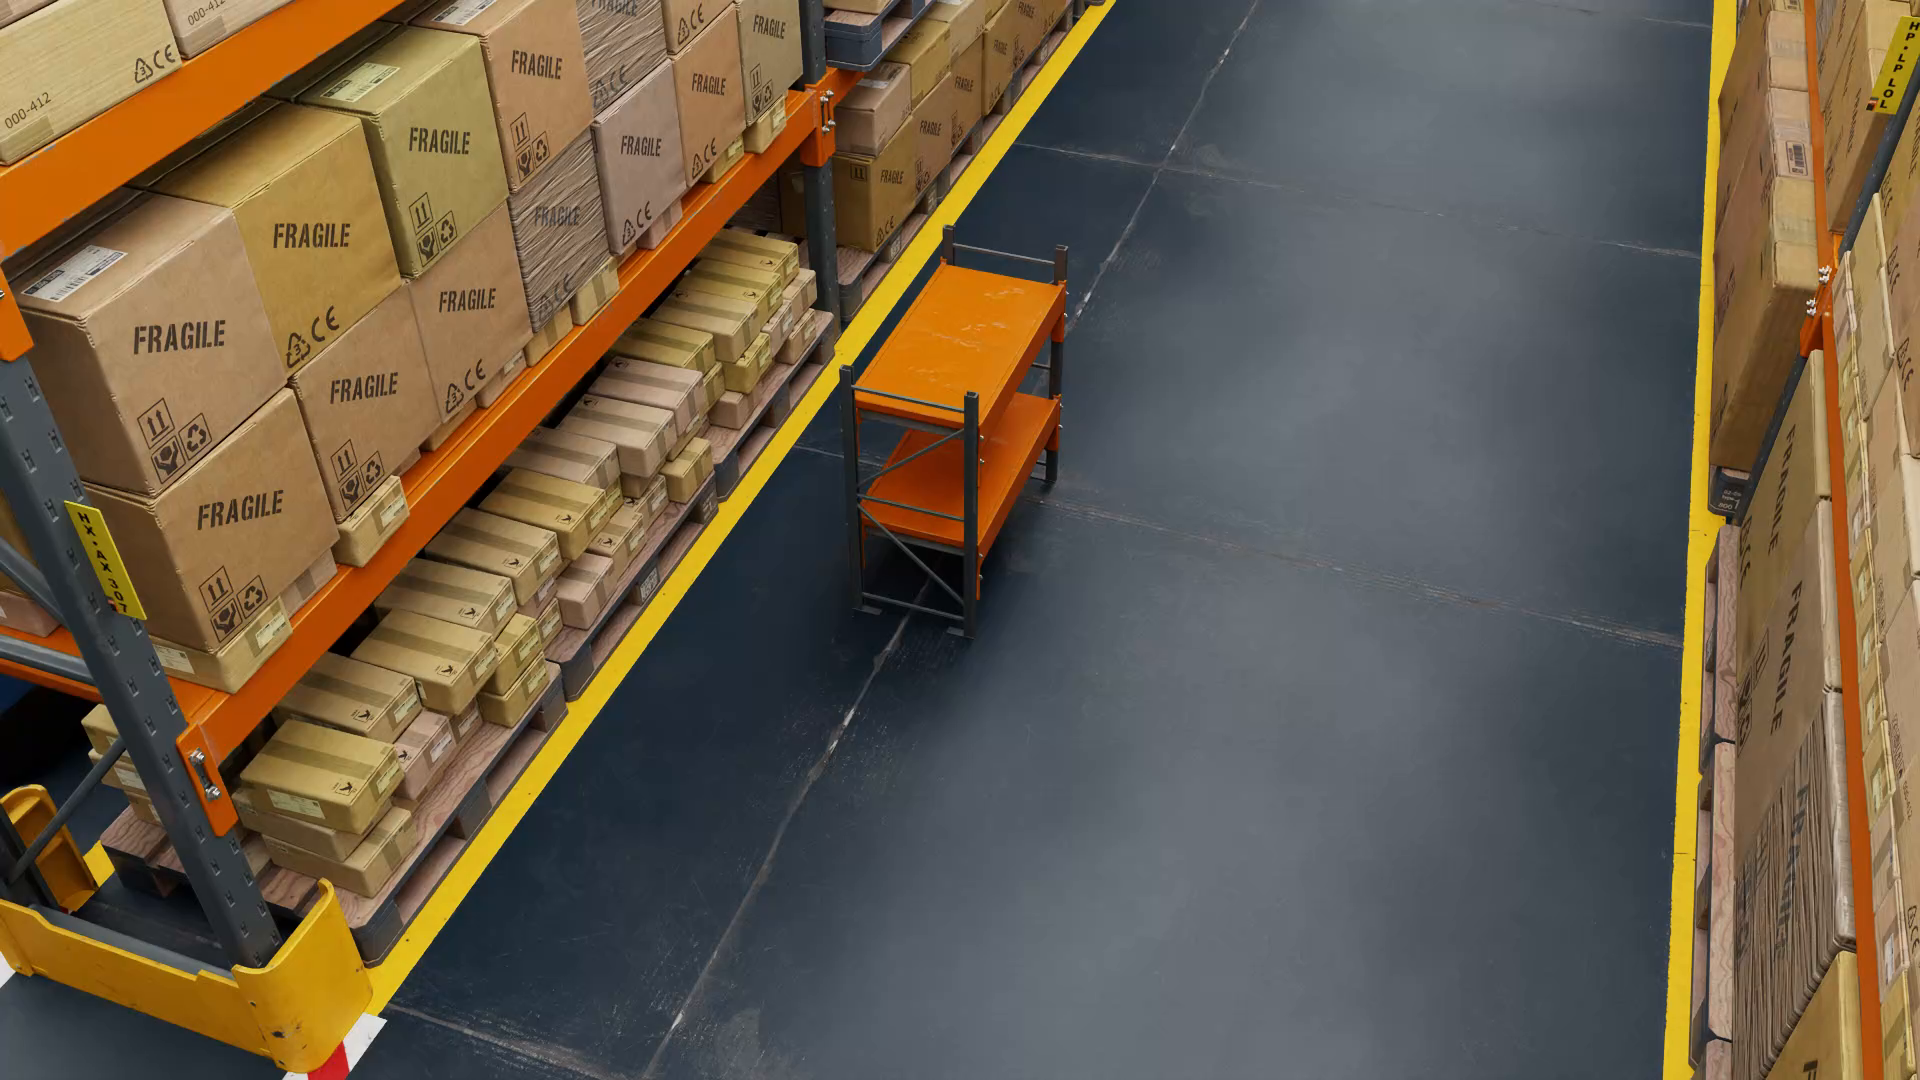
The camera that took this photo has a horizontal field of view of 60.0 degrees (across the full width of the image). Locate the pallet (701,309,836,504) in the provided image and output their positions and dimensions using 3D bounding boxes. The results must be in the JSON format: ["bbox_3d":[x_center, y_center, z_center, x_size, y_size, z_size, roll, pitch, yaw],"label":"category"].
[{"bbox_3d":[-1.248,-0.704,7.412,1.003,0.211,1.213,13,42,15],"label":"pallet"}]

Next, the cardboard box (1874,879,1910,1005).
[{"bbox_3d":[2.194,0.913,3.562,0.380,0.149,0.250,13,42,15],"label":"cardboard box"}]

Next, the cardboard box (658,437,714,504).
[{"bbox_3d":[-1.220,-0.311,6.677,0.380,0.149,0.250,13,42,15],"label":"cardboard box"}]

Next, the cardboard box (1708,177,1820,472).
[{"bbox_3d":[3.775,-0.766,6.650,1.225,0.875,0.875,13,42,15],"label":"cardboard box"}]

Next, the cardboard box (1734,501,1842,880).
[{"bbox_3d":[2.966,0.563,5.093,0.875,0.875,0.875,13,42,15],"label":"cardboard box"}]

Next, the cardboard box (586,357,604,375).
[{"bbox_3d":[-1.622,-0.835,6.833,0.380,0.149,0.250,12,42,14],"label":"cardboard box"}]

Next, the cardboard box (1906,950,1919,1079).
[{"bbox_3d":[2.123,1.010,3.142,0.500,0.250,0.500,13,42,14],"label":"cardboard box"}]

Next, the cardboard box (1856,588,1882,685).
[{"bbox_3d":[2.542,0.293,4.289,0.380,0.149,0.250,14,42,16],"label":"cardboard box"}]

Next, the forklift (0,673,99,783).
[{"bbox_3d":[-3.123,-1.240,5.946,1.130,2.935,3.031,16,43,18],"label":"forklift"}]

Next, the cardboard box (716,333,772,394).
[{"bbox_3d":[-1.017,-0.773,6.988,0.380,0.149,0.250,12,42,14],"label":"cardboard box"}]

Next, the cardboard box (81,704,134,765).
[{"bbox_3d":[-2.477,0.577,5.177,0.380,0.149,0.250,14,42,16],"label":"cardboard box"}]

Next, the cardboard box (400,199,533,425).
[{"bbox_3d":[-1.668,-0.734,4.993,0.500,0.500,0.500,14,42,16],"label":"cardboard box"}]

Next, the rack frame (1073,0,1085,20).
[{"bbox_3d":[0.316,-4.622,9.856,1.000,3.000,0.127,13,42,15],"label":"rack frame"}]

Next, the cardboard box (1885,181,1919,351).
[{"bbox_3d":[2.995,-0.827,4.717,0.500,0.500,0.500,13,42,15],"label":"cardboard box"}]

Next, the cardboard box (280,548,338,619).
[{"bbox_3d":[-1.953,0.064,4.558,0.380,0.149,0.250,15,43,17],"label":"cardboard box"}]

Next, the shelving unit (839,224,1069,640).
[{"bbox_3d":[-0.002,-0.424,6.380,0.538,1.125,1.048,13,42,15],"label":"shelving unit"}]

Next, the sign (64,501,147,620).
[{"bbox_3d":[-1.910,0.049,3.715,0.100,0.325,0.005,13,42,15],"label":"sign"}]

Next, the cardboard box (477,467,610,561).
[{"bbox_3d":[-1.490,-0.095,5.965,0.380,0.149,0.250,14,42,16],"label":"cardboard box"}]

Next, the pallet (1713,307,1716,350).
[{"bbox_3d":[4.183,-1.193,7.985,1.003,0.211,1.213,13,42,15],"label":"pallet"}]

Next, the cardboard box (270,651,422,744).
[{"bbox_3d":[-1.940,0.517,5.247,0.380,0.149,0.250,14,42,16],"label":"cardboard box"}]

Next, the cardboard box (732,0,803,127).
[{"bbox_3d":[-0.952,-1.976,6.448,0.500,0.500,0.500,13,42,15],"label":"cardboard box"}]

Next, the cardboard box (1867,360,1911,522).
[{"bbox_3d":[2.821,-0.228,4.592,0.500,0.250,0.500,14,43,16],"label":"cardboard box"}]

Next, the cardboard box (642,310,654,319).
[{"bbox_3d":[-1.528,-0.889,7.125,0.380,0.149,0.250,13,42,15],"label":"cardboard box"}]

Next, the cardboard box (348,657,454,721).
[{"bbox_3d":[-1.852,0.483,5.516,0.380,0.149,0.250,14,42,16],"label":"cardboard box"}]

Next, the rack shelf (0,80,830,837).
[{"bbox_3d":[-1.736,-0.689,5.800,1.077,0.370,4.000,13,42,15],"label":"rack shelf"}]

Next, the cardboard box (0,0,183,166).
[{"bbox_3d":[-2.026,-1.044,3.466,0.500,0.250,0.500,15,43,17],"label":"cardboard box"}]

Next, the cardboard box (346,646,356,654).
[{"bbox_3d":[-2.199,0.340,5.913,0.380,0.149,0.250,14,42,16],"label":"cardboard box"}]

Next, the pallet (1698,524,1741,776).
[{"bbox_3d":[3.241,0.488,6.016,1.003,0.211,1.213,13,42,15],"label":"pallet"}]

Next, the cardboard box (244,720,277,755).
[{"bbox_3d":[-2.367,0.537,5.454,0.380,0.149,0.250,12,42,14],"label":"cardboard box"}]

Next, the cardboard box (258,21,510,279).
[{"bbox_3d":[-1.651,-1.110,4.664,0.500,0.500,0.500,12,42,14],"label":"cardboard box"}]

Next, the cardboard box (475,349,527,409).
[{"bbox_3d":[-1.624,-0.581,5.313,0.380,0.149,0.250,13,42,14],"label":"cardboard box"}]

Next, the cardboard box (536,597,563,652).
[{"bbox_3d":[-1.661,0.295,5.966,0.380,0.149,0.250,13,42,15],"label":"cardboard box"}]

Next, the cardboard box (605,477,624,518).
[{"bbox_3d":[-1.505,-0.169,6.281,0.380,0.149,0.250,15,43,17],"label":"cardboard box"}]

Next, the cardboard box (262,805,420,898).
[{"bbox_3d":[-1.940,0.934,5.217,0.380,0.149,0.250,14,42,16],"label":"cardboard box"}]

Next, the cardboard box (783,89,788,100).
[{"bbox_3d":[-0.930,-1.860,6.813,0.380,0.149,0.250,13,42,15],"label":"cardboard box"}]

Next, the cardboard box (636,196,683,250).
[{"bbox_3d":[-1.239,-1.205,6.045,0.380,0.149,0.250,12,42,13],"label":"cardboard box"}]

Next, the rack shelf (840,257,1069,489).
[{"bbox_3d":[-0.002,-0.646,6.190,0.538,0.278,1.000,13,42,15],"label":"rack shelf"}]

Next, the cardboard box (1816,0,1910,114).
[{"bbox_3d":[3.826,-2.024,6.734,0.500,0.500,0.500,13,42,15],"label":"cardboard box"}]

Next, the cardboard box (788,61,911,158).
[{"bbox_3d":[-0.551,-2.068,7.888,0.500,0.250,0.500,12,42,13],"label":"cardboard box"}]

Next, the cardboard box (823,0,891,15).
[{"bbox_3d":[-0.485,-2.384,7.104,0.380,0.149,0.250,11,42,13],"label":"cardboard box"}]

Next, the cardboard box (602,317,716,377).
[{"bbox_3d":[-1.219,-0.750,6.732,0.380,0.149,0.250,15,43,16],"label":"cardboard box"}]

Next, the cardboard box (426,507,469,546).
[{"bbox_3d":[-2.061,-0.104,6.205,0.380,0.149,0.250,15,43,17],"label":"cardboard box"}]

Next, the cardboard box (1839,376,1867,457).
[{"bbox_3d":[2.893,-0.336,5.026,0.380,0.149,0.250,12,42,14],"label":"cardboard box"}]

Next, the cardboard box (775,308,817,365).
[{"bbox_3d":[-0.866,-0.942,7.416,0.380,0.149,0.250,14,42,16],"label":"cardboard box"}]

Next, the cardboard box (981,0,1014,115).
[{"bbox_3d":[-0.010,-2.729,9.240,0.500,0.500,0.500,11,42,13],"label":"cardboard box"}]

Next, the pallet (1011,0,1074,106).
[{"bbox_3d":[0.047,-3.085,10.203,1.003,0.211,1.213,13,42,15],"label":"pallet"}]
